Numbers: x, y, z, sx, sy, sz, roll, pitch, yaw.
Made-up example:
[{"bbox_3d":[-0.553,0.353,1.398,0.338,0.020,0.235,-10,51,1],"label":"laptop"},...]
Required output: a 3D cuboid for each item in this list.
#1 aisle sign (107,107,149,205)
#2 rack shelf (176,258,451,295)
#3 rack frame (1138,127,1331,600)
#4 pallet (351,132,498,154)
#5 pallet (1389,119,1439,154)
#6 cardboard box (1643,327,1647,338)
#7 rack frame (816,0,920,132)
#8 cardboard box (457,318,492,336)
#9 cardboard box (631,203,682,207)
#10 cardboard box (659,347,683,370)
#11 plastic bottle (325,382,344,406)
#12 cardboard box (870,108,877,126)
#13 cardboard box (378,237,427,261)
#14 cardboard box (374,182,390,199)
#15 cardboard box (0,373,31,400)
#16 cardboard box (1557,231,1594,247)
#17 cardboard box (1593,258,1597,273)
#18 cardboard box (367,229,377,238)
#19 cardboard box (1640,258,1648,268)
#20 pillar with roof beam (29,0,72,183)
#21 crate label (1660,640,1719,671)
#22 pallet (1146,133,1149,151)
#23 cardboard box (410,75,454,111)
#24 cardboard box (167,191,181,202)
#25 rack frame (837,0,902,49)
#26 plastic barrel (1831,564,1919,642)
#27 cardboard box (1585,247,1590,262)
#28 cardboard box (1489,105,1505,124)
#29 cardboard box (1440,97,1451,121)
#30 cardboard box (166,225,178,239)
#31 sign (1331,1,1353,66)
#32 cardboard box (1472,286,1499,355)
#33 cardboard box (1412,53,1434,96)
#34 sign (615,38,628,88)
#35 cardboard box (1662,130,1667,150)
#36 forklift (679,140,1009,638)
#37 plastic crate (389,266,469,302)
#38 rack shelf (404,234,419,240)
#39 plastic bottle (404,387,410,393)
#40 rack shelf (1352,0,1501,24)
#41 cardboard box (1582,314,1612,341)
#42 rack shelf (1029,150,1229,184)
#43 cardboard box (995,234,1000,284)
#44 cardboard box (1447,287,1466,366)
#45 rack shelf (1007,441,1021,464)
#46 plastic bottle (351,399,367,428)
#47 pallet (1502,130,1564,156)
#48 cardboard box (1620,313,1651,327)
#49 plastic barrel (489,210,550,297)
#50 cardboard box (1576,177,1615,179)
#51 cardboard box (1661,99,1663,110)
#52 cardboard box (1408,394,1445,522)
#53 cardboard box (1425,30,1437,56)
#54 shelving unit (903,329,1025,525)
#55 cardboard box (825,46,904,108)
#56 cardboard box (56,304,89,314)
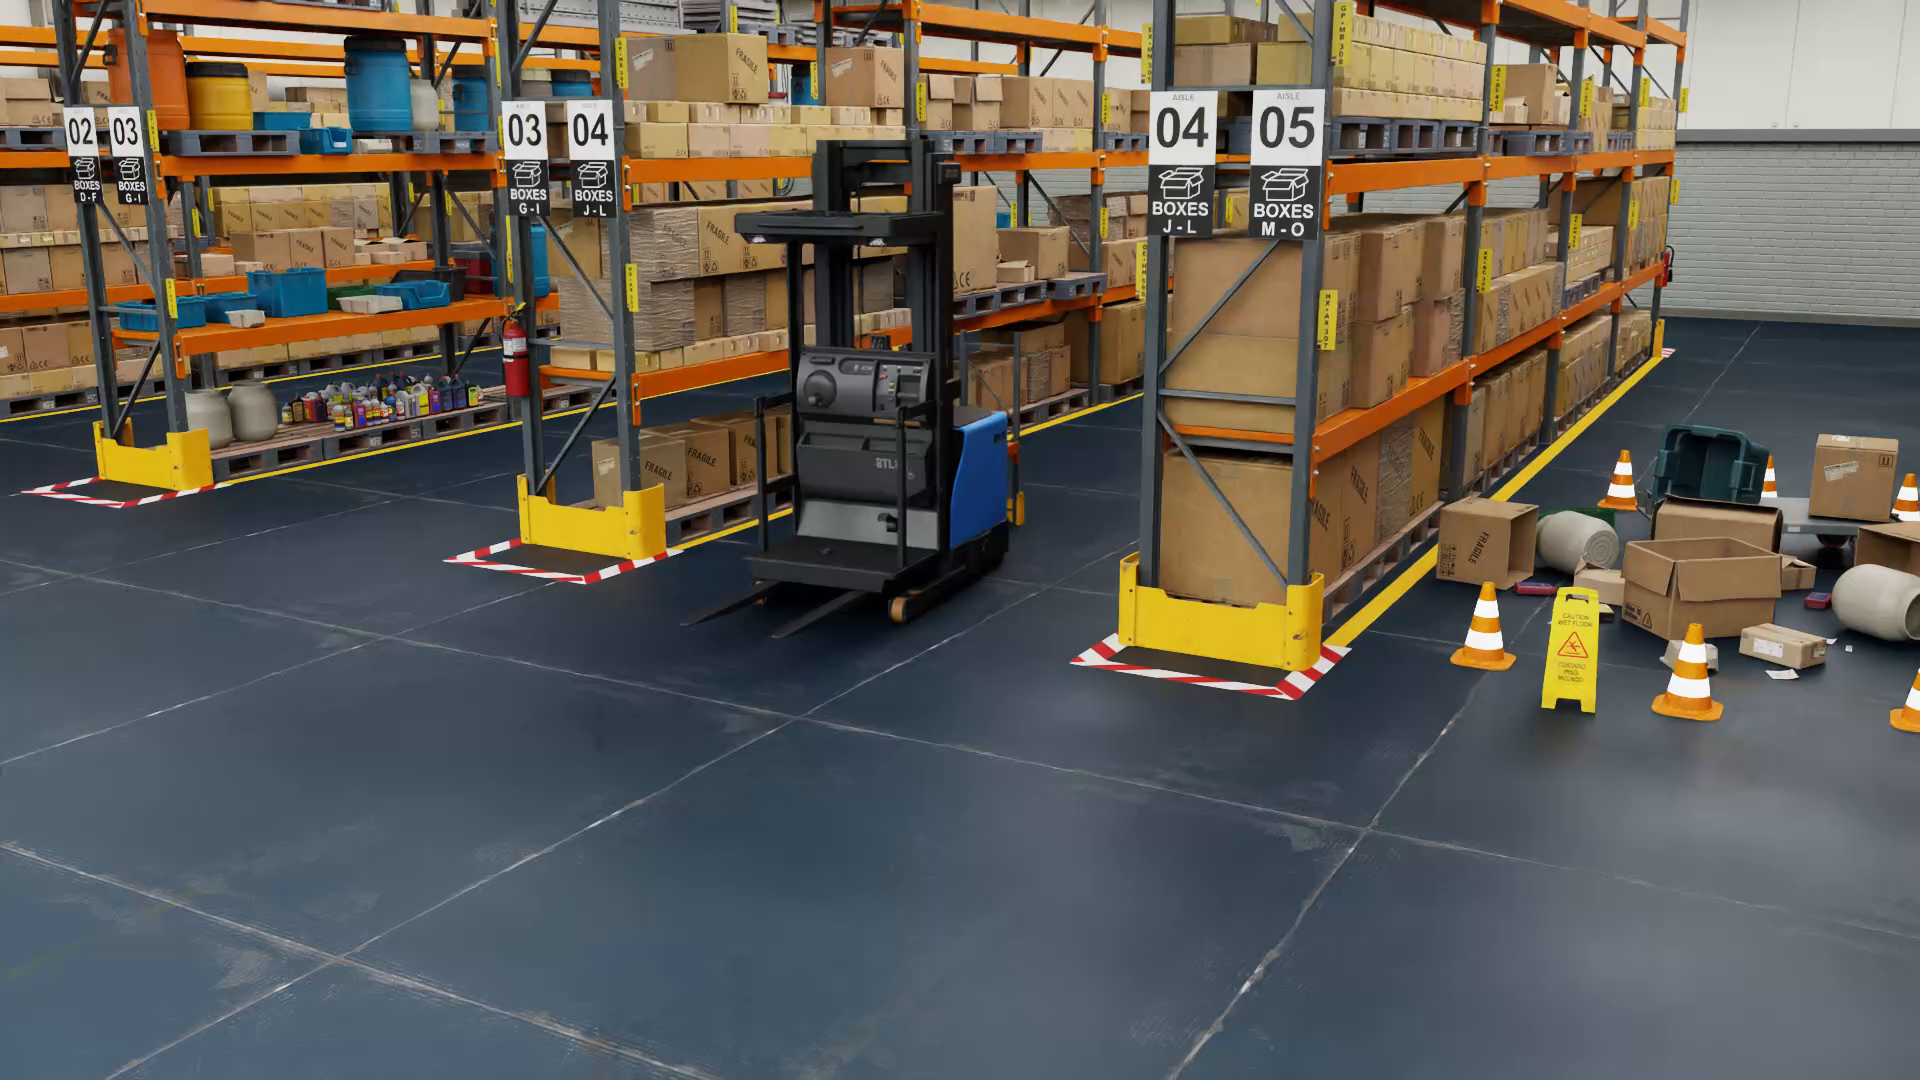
[{"bbox_3d":[-6.874,-3.172,13.745,0.394,0.787,0.004,7,15,28],"label":"aisle sign"},{"bbox_3d":[-8.529,-3.400,21.770,1.077,0.370,4.000,7,15,28],"label":"rack shelf"},{"bbox_3d":[1.534,-0.813,9.504,1.000,3.000,0.127,7,15,28],"label":"rack frame"},{"bbox_3d":[-5.425,-3.985,16.664,1.213,0.211,1.003,7,15,28],"label":"pallet"},{"bbox_3d":[2.472,-2.632,10.842,1.003,0.211,1.213,7,15,28],"label":"pallet"},{"bbox_3d":[9.013,-2.811,22.344,0.380,0.149,0.250,7,15,26],"label":"cardboard box"},{"bbox_3d":[-0.826,-5.132,14.622,1.000,3.000,0.127,7,15,28],"label":"rack frame"},{"bbox_3d":[-7.092,-3.220,23.883,0.500,0.500,0.500,8,16,30],"label":"cardboard box"},{"bbox_3d":[-2.473,-2.319,12.770,0.500,0.500,0.500,7,15,28],"label":"cardboard box"},{"bbox_3d":[-2.275,-1.354,12.285,0.380,0.149,0.250,7,15,28],"label":"cardboard box"},{"bbox_3d":[-6.302,-1.421,16.739,0.144,0.351,0.185,8,16,30],"label":"plastic bottle"},{"bbox_3d":[-0.939,-3.651,14.348,0.380,0.149,0.250,8,15,29],"label":"cardboard box"},{"bbox_3d":[-7.776,-4.047,23.110,0.500,0.311,0.500,9,16,32],"label":"cardboard box"},{"bbox_3d":[-9.969,-5.984,28.463,0.500,0.250,0.500,8,16,29],"label":"cardboard box"},{"bbox_3d":[-10.495,-1.676,18.057,0.500,0.250,0.500,7,15,28],"label":"cardboard box"},{"bbox_3d":[6.681,-3.274,18.085,0.380,0.149,0.250,7,15,26],"label":"cardboard box"},{"bbox_3d":[6.818,-3.039,18.381,0.380,0.149,0.250,7,15,26],"label":"cardboard box"},{"bbox_3d":[-10.148,-5.225,28.298,0.380,0.149,0.250,8,16,30],"label":"cardboard box"},{"bbox_3d":[8.841,-3.669,21.887,0.380,0.149,0.250,7,15,26],"label":"cardboard box"},{"bbox_3d":[-9.517,-6.980,22.287,9.100,9.000,0.400,7,15,28],"label":"pillar with roof beam"},{"bbox_3d":[4.184,0.660,9.502,0.250,0.136,0.298,0,14,-1],"label":"crate label"},{"bbox_3d":[1.911,-4.771,19.926,1.003,0.211,1.213,8,16,31],"label":"pallet"},{"bbox_3d":[-7.346,-6.242,23.276,0.500,0.500,0.500,7,15,28],"label":"cardboard box"},{"bbox_3d":[-12.041,-5.224,25.266,0.380,0.149,0.250,5,15,21],"label":"cardboard box"},{"bbox_3d":[-1.294,-7.335,23.758,1.000,3.000,0.127,7,15,28],"label":"rack frame"},{"bbox_3d":[5.589,0.385,10.035,0.421,0.421,0.512,-5,14,-20],"label":"plastic barrel"},{"bbox_3d":[6.559,-3.077,17.903,0.380,0.149,0.250,8,16,30],"label":"cardboard box"},{"bbox_3d":[4.186,-3.407,13.291,0.250,0.149,0.380,7,15,28],"label":"cardboard box"},{"bbox_3d":[3.080,-2.903,11.201,0.380,0.149,0.250,8,16,29],"label":"cardboard box"},{"bbox_3d":[-9.440,-3.623,19.564,0.380,0.149,0.250,7,15,28],"label":"cardboard box"},{"bbox_3d":[2.017,-2.670,8.775,0.100,0.325,0.005,7,15,28],"label":"sign"},{"bbox_3d":[3.957,-1.759,13.218,0.500,0.500,0.500,8,15,29],"label":"cardboard box"},{"bbox_3d":[2.723,-2.976,10.654,0.500,0.250,0.500,7,15,28],"label":"cardboard box"},{"bbox_3d":[-2.284,-3.217,11.212,0.100,0.325,0.005,7,15,28],"label":"sign"},{"bbox_3d":[8.788,-5.152,21.422,0.500,0.250,0.500,8,16,30],"label":"cardboard box"},{"bbox_3d":[-0.705,-1.018,10.504,1.130,2.935,3.031,6,15,23],"label":"forklift"},{"bbox_3d":[-5.526,-2.654,17.275,0.767,0.338,0.504,7,15,28],"label":"plastic crate"},{"bbox_3d":[-9.000,-5.602,30.903,1.077,0.370,4.000,7,15,28],"label":"rack shelf"},{"bbox_3d":[-5.572,-1.406,16.824,0.061,0.283,0.133,7,15,28],"label":"plastic bottle"},{"bbox_3d":[2.500,-3.595,10.634,1.077,0.370,4.000,7,15,28],"label":"rack shelf"},{"bbox_3d":[7.196,-2.447,19.120,0.500,0.250,0.500,7,15,27],"label":"cardboard box"},{"bbox_3d":[2.075,-4.556,20.164,1.077,0.370,4.000,7,15,28],"label":"rack shelf"},{"bbox_3d":[-0.069,-2.837,16.783,0.797,0.503,0.637,9,16,34],"label":"cardboard box"},{"bbox_3d":[3.299,-1.629,12.571,0.875,0.550,0.550,7,15,28],"label":"cardboard box"},{"bbox_3d":[0.026,-0.598,12.582,0.538,0.185,1.000,6,15,23],"label":"rack shelf"},{"bbox_3d":[-5.821,-1.231,16.096,0.061,0.283,0.133,8,16,29],"label":"plastic bottle"},{"bbox_3d":[4.598,-3.453,14.457,1.003,0.211,1.213,8,16,31],"label":"pallet"},{"bbox_3d":[9.049,-2.953,22.299,0.380,0.149,0.250,7,15,27],"label":"cardboard box"},{"bbox_3d":[-4.710,-3.066,17.781,0.600,0.901,0.708,7,15,28],"label":"plastic barrel"},{"bbox_3d":[8.310,-4.504,21.835,0.500,0.500,0.500,7,15,27],"label":"cardboard box"},{"bbox_3d":[8.828,-5.612,21.415,0.380,0.149,0.250,7,15,27],"label":"cardboard box"},{"bbox_3d":[3.102,-0.683,12.606,0.875,0.875,0.875,8,16,29],"label":"cardboard box"},{"bbox_3d":[2.836,-3.187,10.678,0.380,0.149,0.250,8,16,29],"label":"cardboard box"},{"bbox_3d":[0.029,-0.775,12.548,0.587,1.500,1.083,6,15,23],"label":"shelving unit"},{"bbox_3d":[-0.820,-3.989,14.366,0.500,0.500,0.500,7,15,26],"label":"cardboard box"},{"bbox_3d":[-13.005,-3.263,24.063,0.700,0.500,0.500,8,15,29],"label":"cardboard box"}]
